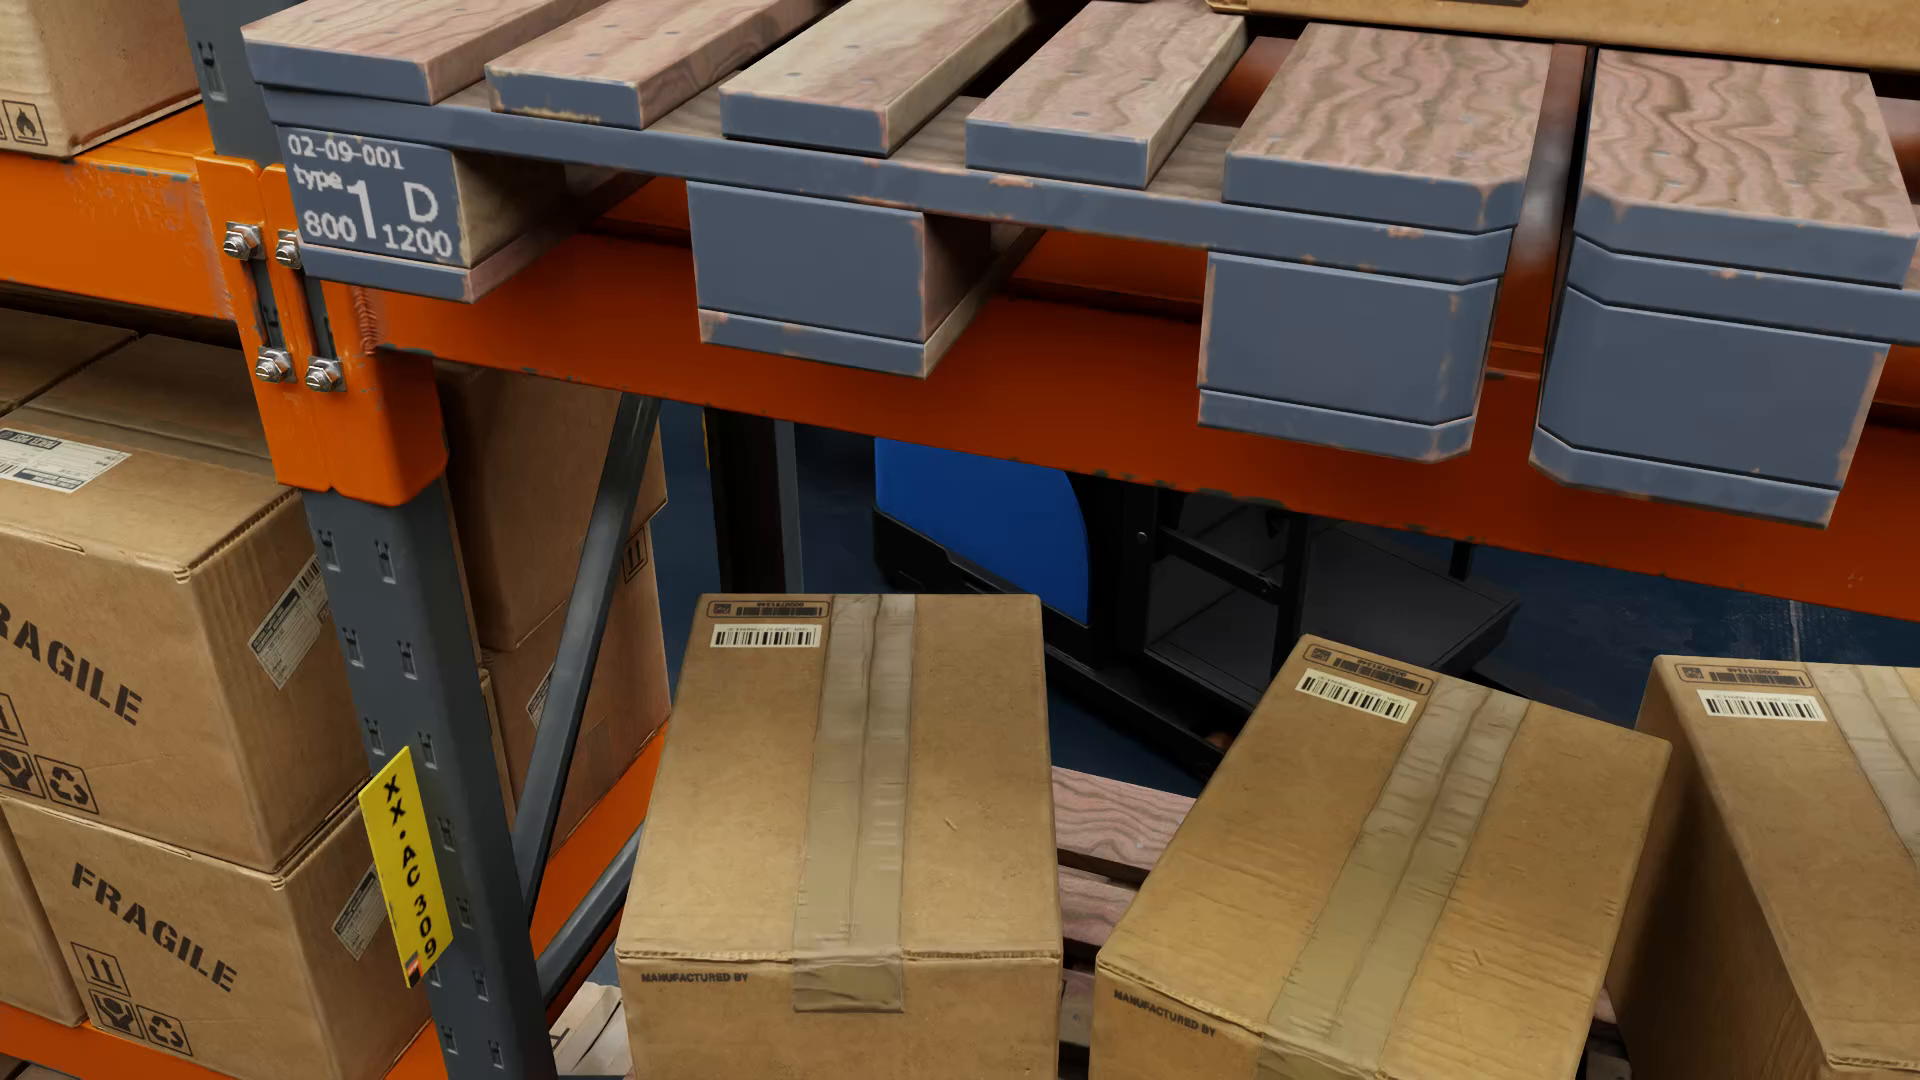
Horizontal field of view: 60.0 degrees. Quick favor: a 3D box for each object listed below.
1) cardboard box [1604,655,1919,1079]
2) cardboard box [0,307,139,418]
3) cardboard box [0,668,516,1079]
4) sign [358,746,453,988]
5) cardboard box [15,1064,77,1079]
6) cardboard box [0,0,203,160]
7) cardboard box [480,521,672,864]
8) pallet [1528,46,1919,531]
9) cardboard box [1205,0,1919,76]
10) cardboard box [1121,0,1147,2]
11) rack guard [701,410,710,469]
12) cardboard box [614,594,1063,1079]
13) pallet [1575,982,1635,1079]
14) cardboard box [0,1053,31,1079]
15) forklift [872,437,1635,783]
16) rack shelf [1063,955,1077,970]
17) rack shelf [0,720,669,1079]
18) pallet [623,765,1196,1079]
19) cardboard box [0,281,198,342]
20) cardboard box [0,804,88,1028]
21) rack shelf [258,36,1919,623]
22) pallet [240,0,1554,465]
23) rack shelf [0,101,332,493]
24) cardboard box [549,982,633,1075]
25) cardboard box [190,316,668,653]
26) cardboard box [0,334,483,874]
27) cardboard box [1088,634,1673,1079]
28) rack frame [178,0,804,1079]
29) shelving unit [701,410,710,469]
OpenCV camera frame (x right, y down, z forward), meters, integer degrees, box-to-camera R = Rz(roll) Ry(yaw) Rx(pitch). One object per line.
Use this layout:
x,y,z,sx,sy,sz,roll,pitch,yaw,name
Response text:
1.180,0.566,2.129,0.500,0.500,0.700,3,33,4,cardboard box
-1.551,-0.023,2.506,0.500,0.500,0.500,10,34,16,cardboard box
-1.061,0.490,2.634,0.500,0.500,0.500,12,35,17,cardboard box
-0.680,0.407,2.056,0.005,0.325,0.100,11,34,16,sign
-1.842,1.340,3.482,0.500,0.311,0.500,11,34,16,cardboard box
-1.052,-0.658,1.877,0.500,0.250,0.500,11,34,16,cardboard box
-0.892,0.218,3.055,0.500,0.500,0.500,12,35,18,cardboard box
1.063,-0.346,1.428,1.003,0.211,1.213,11,34,16,pallet
0.582,-0.788,1.368,0.600,0.600,0.600,11,34,16,cardboard box
-0.055,-0.899,1.539,0.600,0.600,0.600,8,34,12,cardboard box
-0.863,-0.529,6.838,0.087,0.250,0.587,15,36,22,rack guard
-0.134,0.475,2.270,0.500,0.500,0.700,0,33,0,cardboard box
1.429,0.951,2.188,1.213,0.211,1.003,11,34,16,pallet
-2.275,1.015,3.808,0.637,0.503,0.797,11,34,16,cardboard box
1.082,-0.722,4.666,1.130,2.935,3.031,-28,42,-36,forklift
1.379,1.160,2.350,4.000,0.370,1.077,11,34,16,rack shelf
-2.387,0.428,3.484,4.000,0.370,1.077,11,34,16,rack shelf
0.211,0.775,2.461,1.213,0.211,1.003,11,34,16,pallet
-1.339,-0.294,2.926,0.500,0.500,0.500,10,34,15,cardboard box
-1.547,0.396,2.779,0.500,0.500,0.500,12,35,18,cardboard box
1.379,-0.100,1.537,4.000,0.370,1.077,11,34,16,rack shelf
0.086,-0.534,1.719,1.003,0.211,1.213,11,34,16,pallet
-2.387,-0.832,2.671,4.000,0.370,1.077,11,34,16,rack shelf
-0.826,1.250,3.622,0.500,0.311,0.500,11,34,16,cardboard box
-0.853,-0.200,2.780,0.500,0.500,0.500,12,35,18,cardboard box
-1.068,0.070,2.362,0.500,0.500,0.500,11,34,17,cardboard box
0.535,0.568,2.125,0.500,0.500,0.700,17,36,24,cardboard box
-0.505,0.494,2.720,0.053,2.616,0.949,11,34,16,rack frame
-0.416,-0.935,6.316,1.083,1.500,0.587,15,36,22,shelving unit
